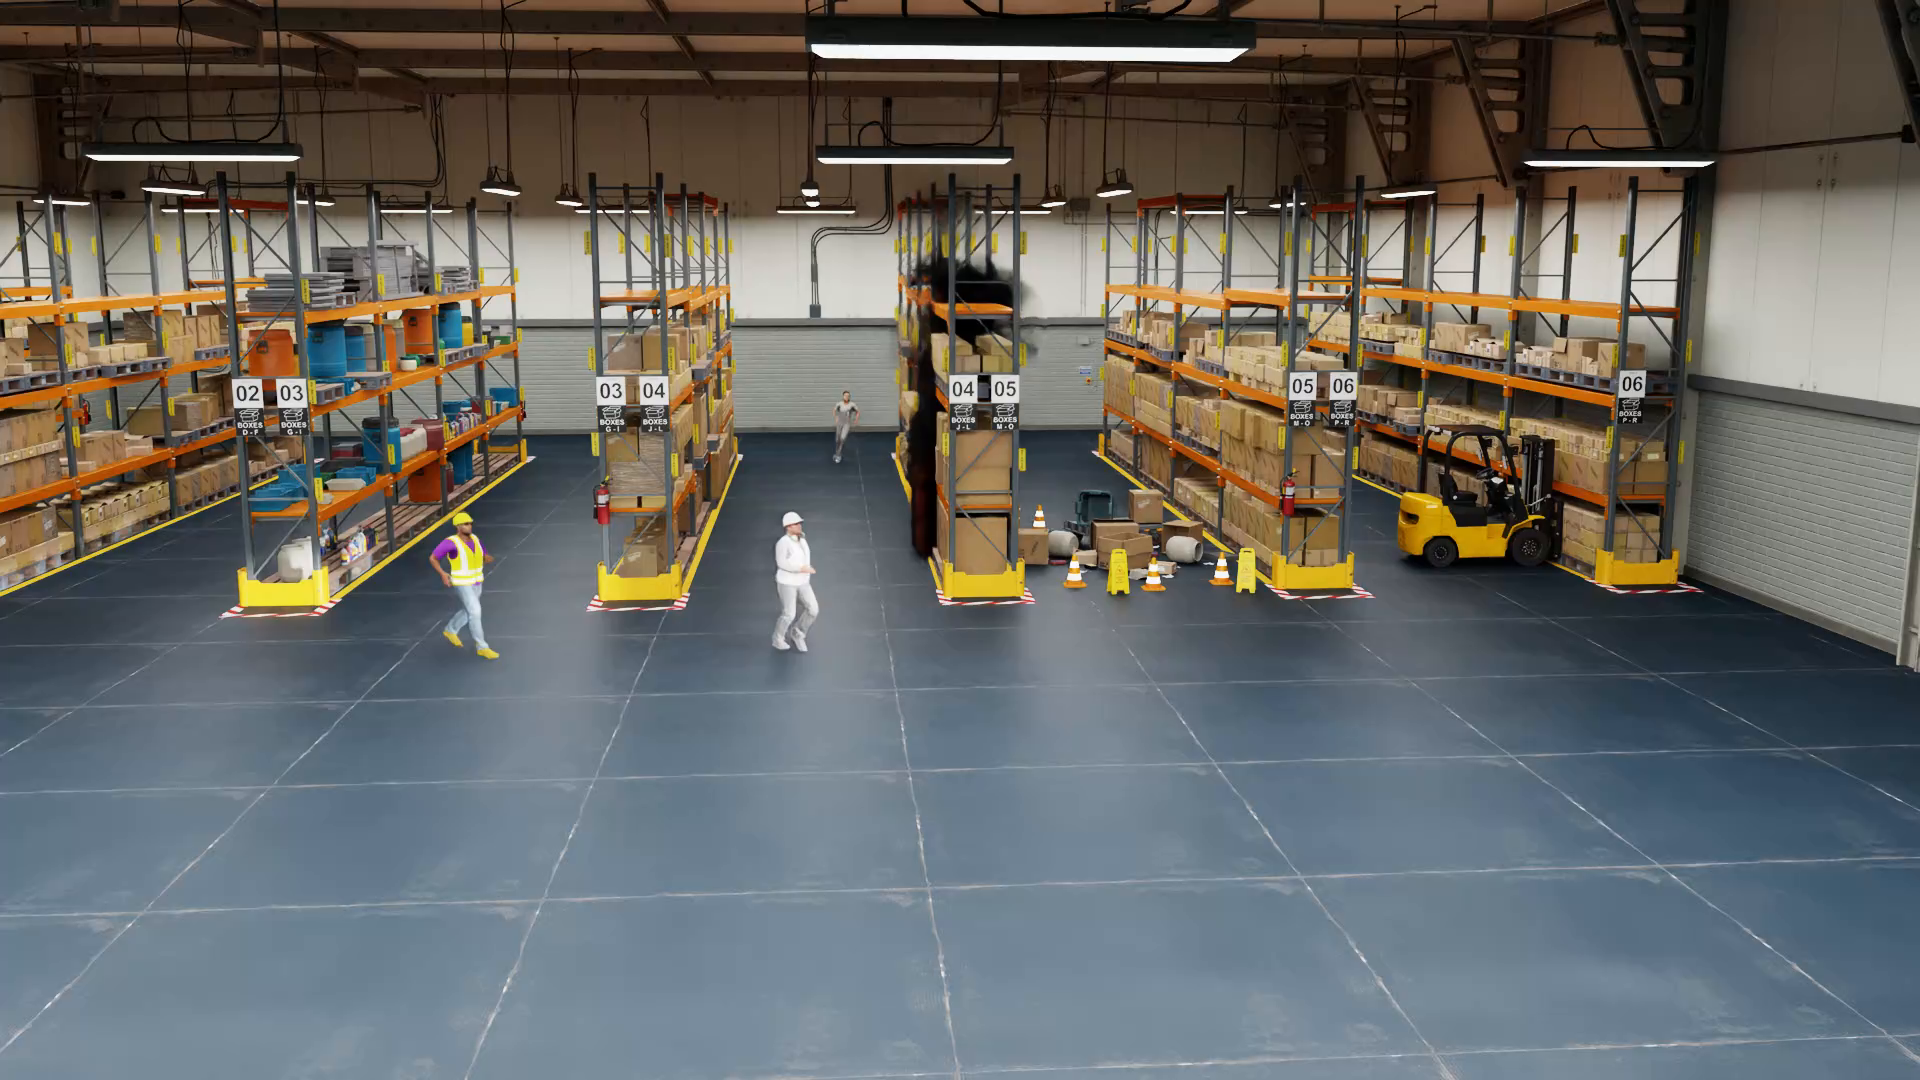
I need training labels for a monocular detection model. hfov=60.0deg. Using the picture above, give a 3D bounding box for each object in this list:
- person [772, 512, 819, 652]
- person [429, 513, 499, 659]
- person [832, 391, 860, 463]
[{"bbox_3d":[-2.034,0.541,20.633,0.702,1.801,0.672,7,12,34],"label":"person"},{"bbox_3d":[-6.054,0.534,20.438,0.980,1.759,0.699,5,11,25],"label":"person"},{"bbox_3d":[-2.711,-2.669,39.117,0.650,1.686,0.695,2,10,11],"label":"person"}]
